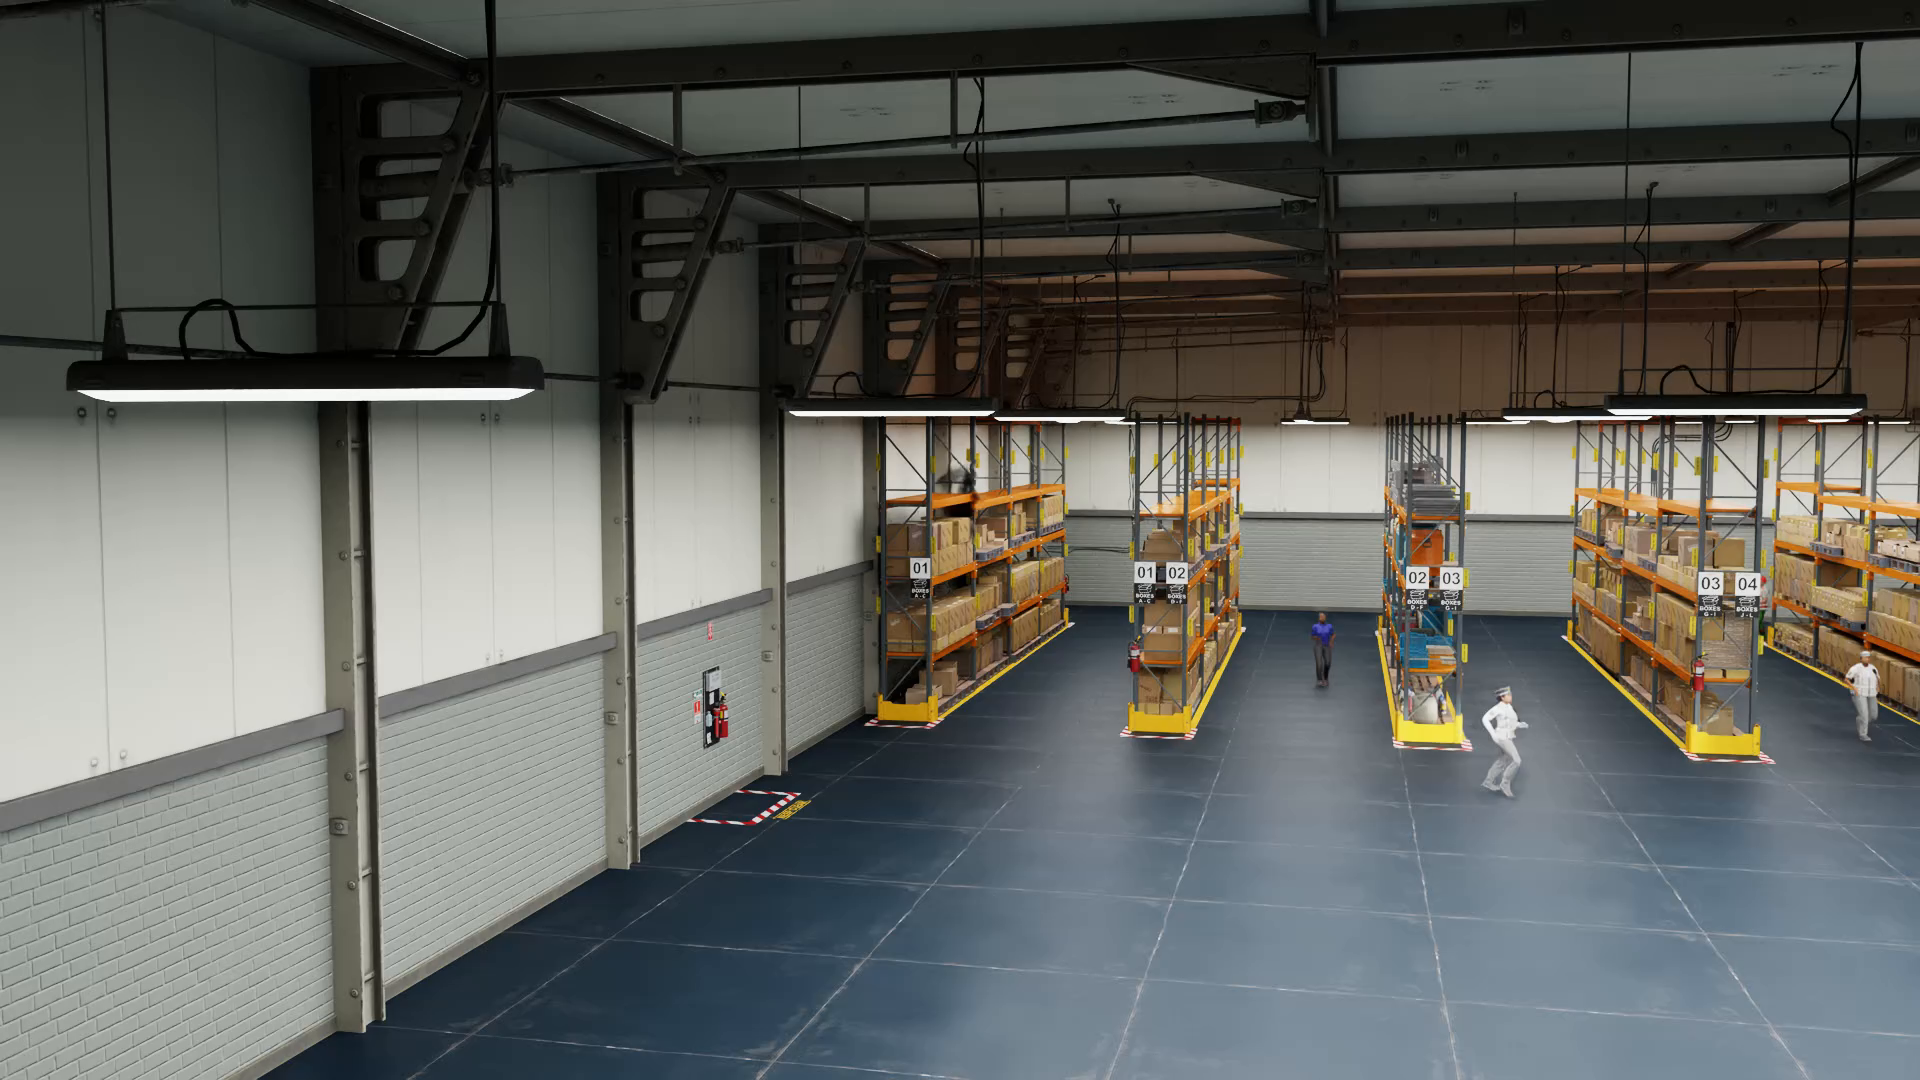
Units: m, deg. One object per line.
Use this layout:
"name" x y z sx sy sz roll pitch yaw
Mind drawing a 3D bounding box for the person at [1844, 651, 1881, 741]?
"person" 16.593 2.852 30.548 0.613 1.606 0.669 0 4 2

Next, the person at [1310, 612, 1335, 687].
"person" 8.010 2.427 36.671 0.557 1.656 0.628 0 4 7

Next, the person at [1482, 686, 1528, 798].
"person" 8.481 3.130 25.869 0.705 1.727 0.580 3 5 37

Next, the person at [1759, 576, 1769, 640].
"person" 21.359 1.838 44.476 0.631 1.759 0.666 -1 4 -9
